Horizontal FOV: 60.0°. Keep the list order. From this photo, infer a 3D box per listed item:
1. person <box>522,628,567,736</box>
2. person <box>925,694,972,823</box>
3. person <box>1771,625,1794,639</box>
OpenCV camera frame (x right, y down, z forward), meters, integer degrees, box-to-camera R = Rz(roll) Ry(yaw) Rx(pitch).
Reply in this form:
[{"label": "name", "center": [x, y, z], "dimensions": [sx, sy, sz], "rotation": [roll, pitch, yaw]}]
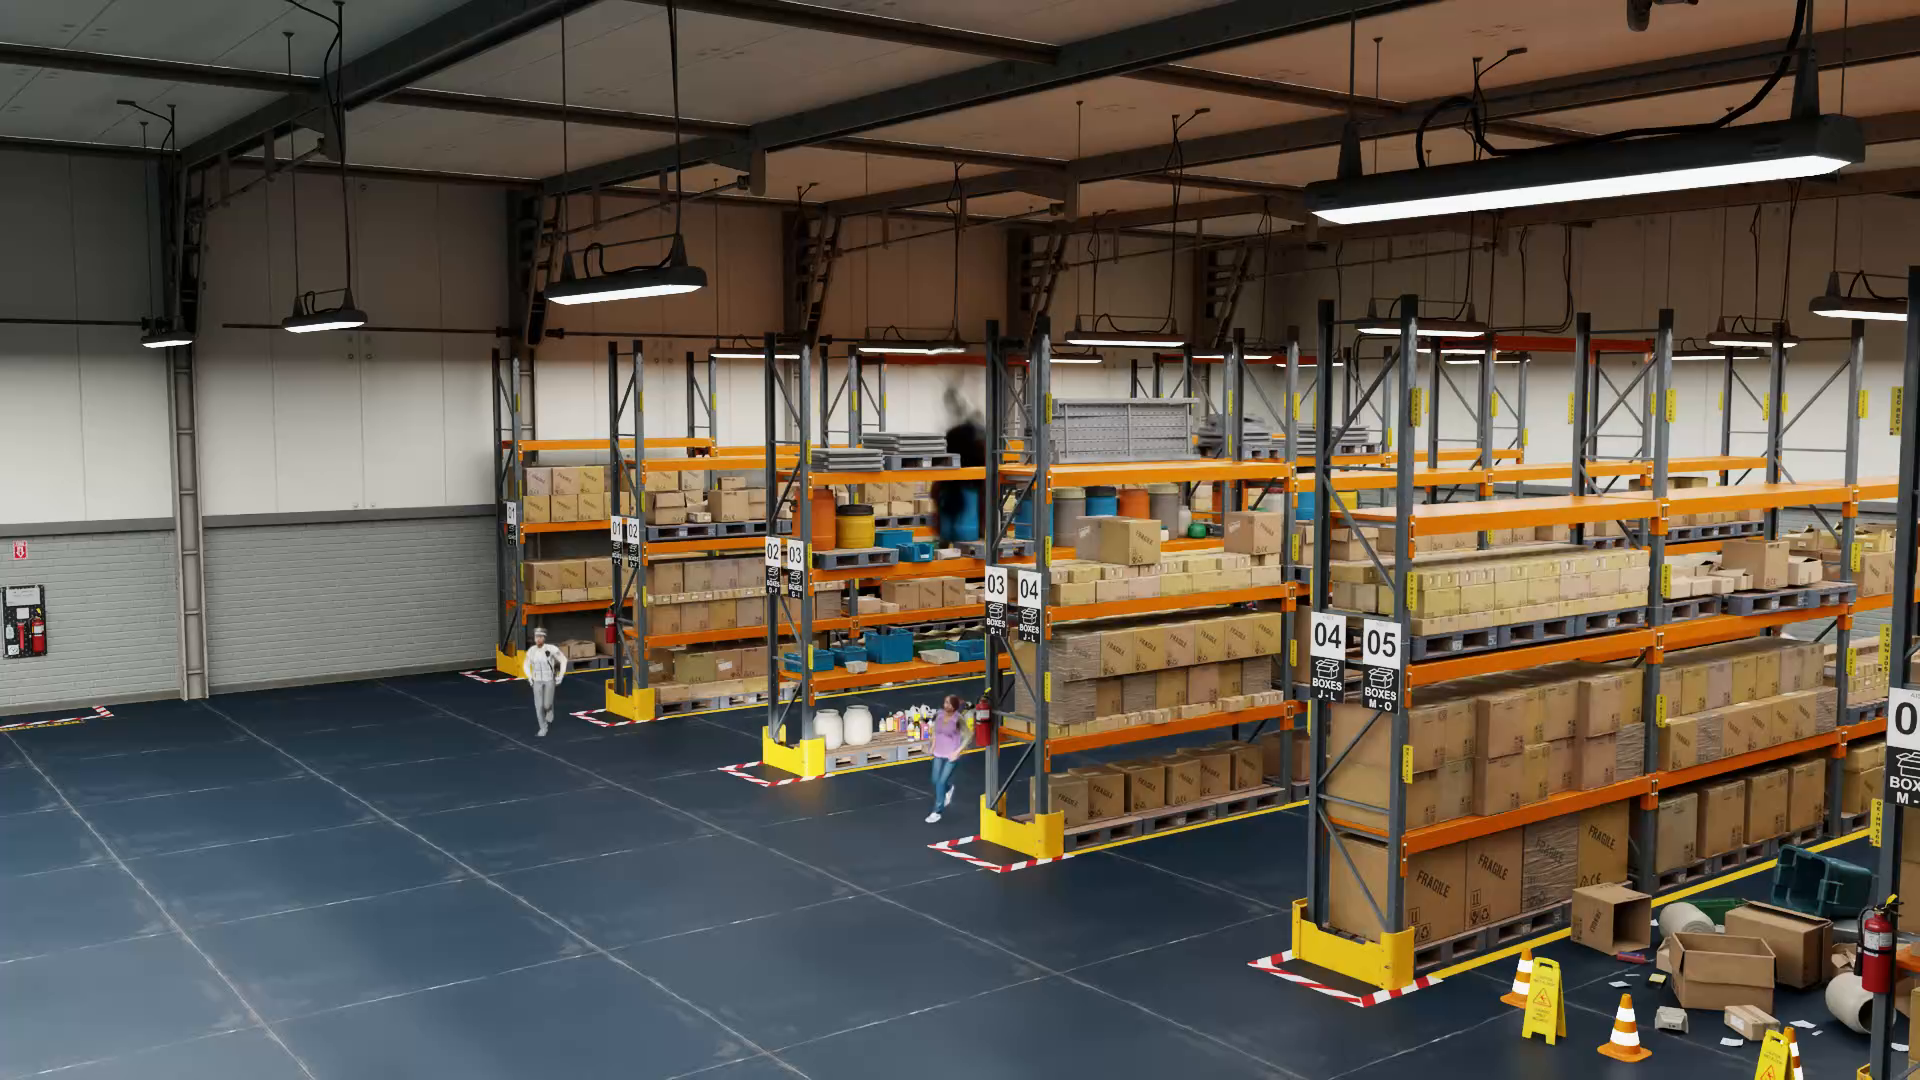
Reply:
[{"label": "person", "center": [-6.298, 2.141, 25.178], "dimensions": [0.641, 1.666, 0.603], "rotation": [0, 5, -1]}, {"label": "person", "center": [-0.114, 2.631, 20.181], "dimensions": [0.561, 1.567, 0.568], "rotation": [3, 6, 30]}, {"label": "person", "center": [12.421, 2.023, 25.424], "dimensions": [0.922, 1.779, 0.692], "rotation": [-4, 7, -41]}]
